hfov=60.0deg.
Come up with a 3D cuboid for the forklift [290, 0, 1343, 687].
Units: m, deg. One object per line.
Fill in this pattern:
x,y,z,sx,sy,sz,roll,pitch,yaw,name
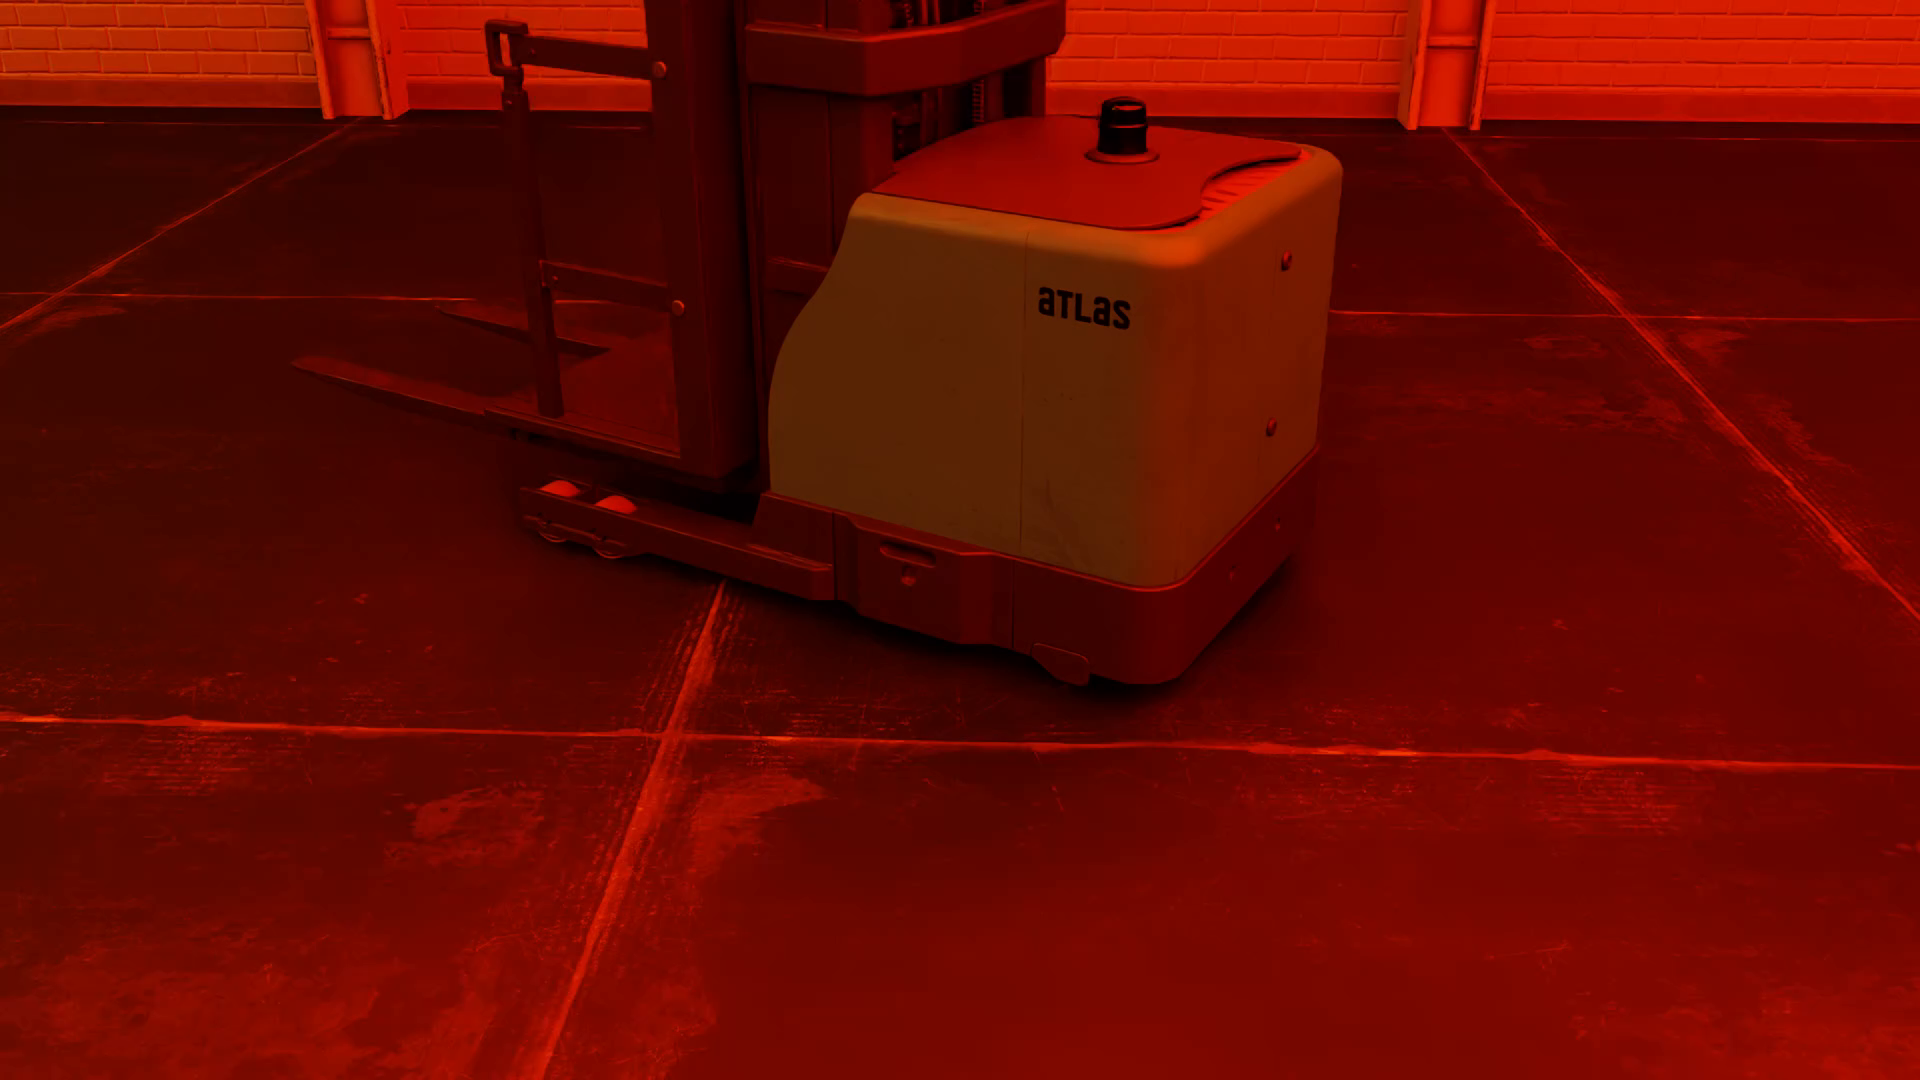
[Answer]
-0.594,-1.448,4.144,3.031,2.935,1.130,15,30,27,forklift
